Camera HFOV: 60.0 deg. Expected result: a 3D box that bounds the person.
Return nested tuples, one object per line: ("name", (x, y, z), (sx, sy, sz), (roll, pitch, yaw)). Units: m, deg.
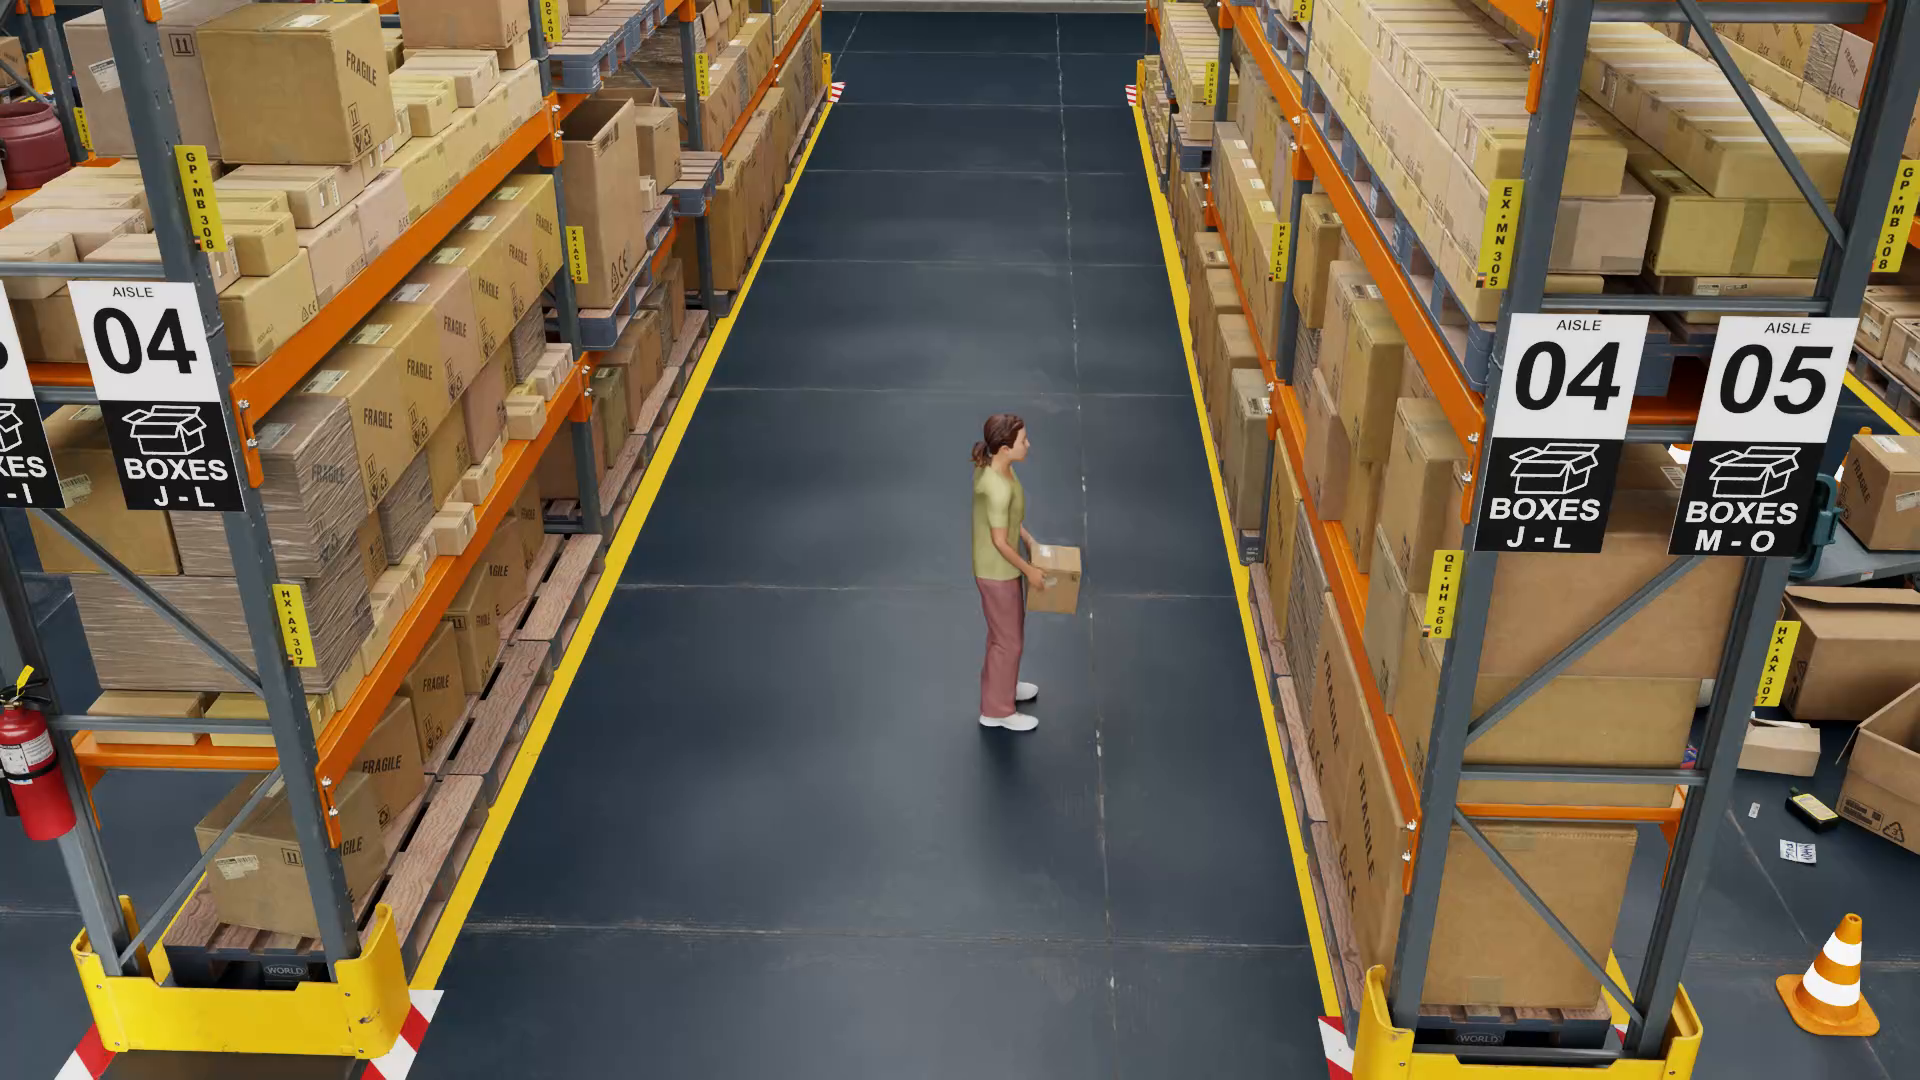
("person", (0.235, 0.142, 8.354), (0.398, 1.676, 0.472), (1, 28, 1))
